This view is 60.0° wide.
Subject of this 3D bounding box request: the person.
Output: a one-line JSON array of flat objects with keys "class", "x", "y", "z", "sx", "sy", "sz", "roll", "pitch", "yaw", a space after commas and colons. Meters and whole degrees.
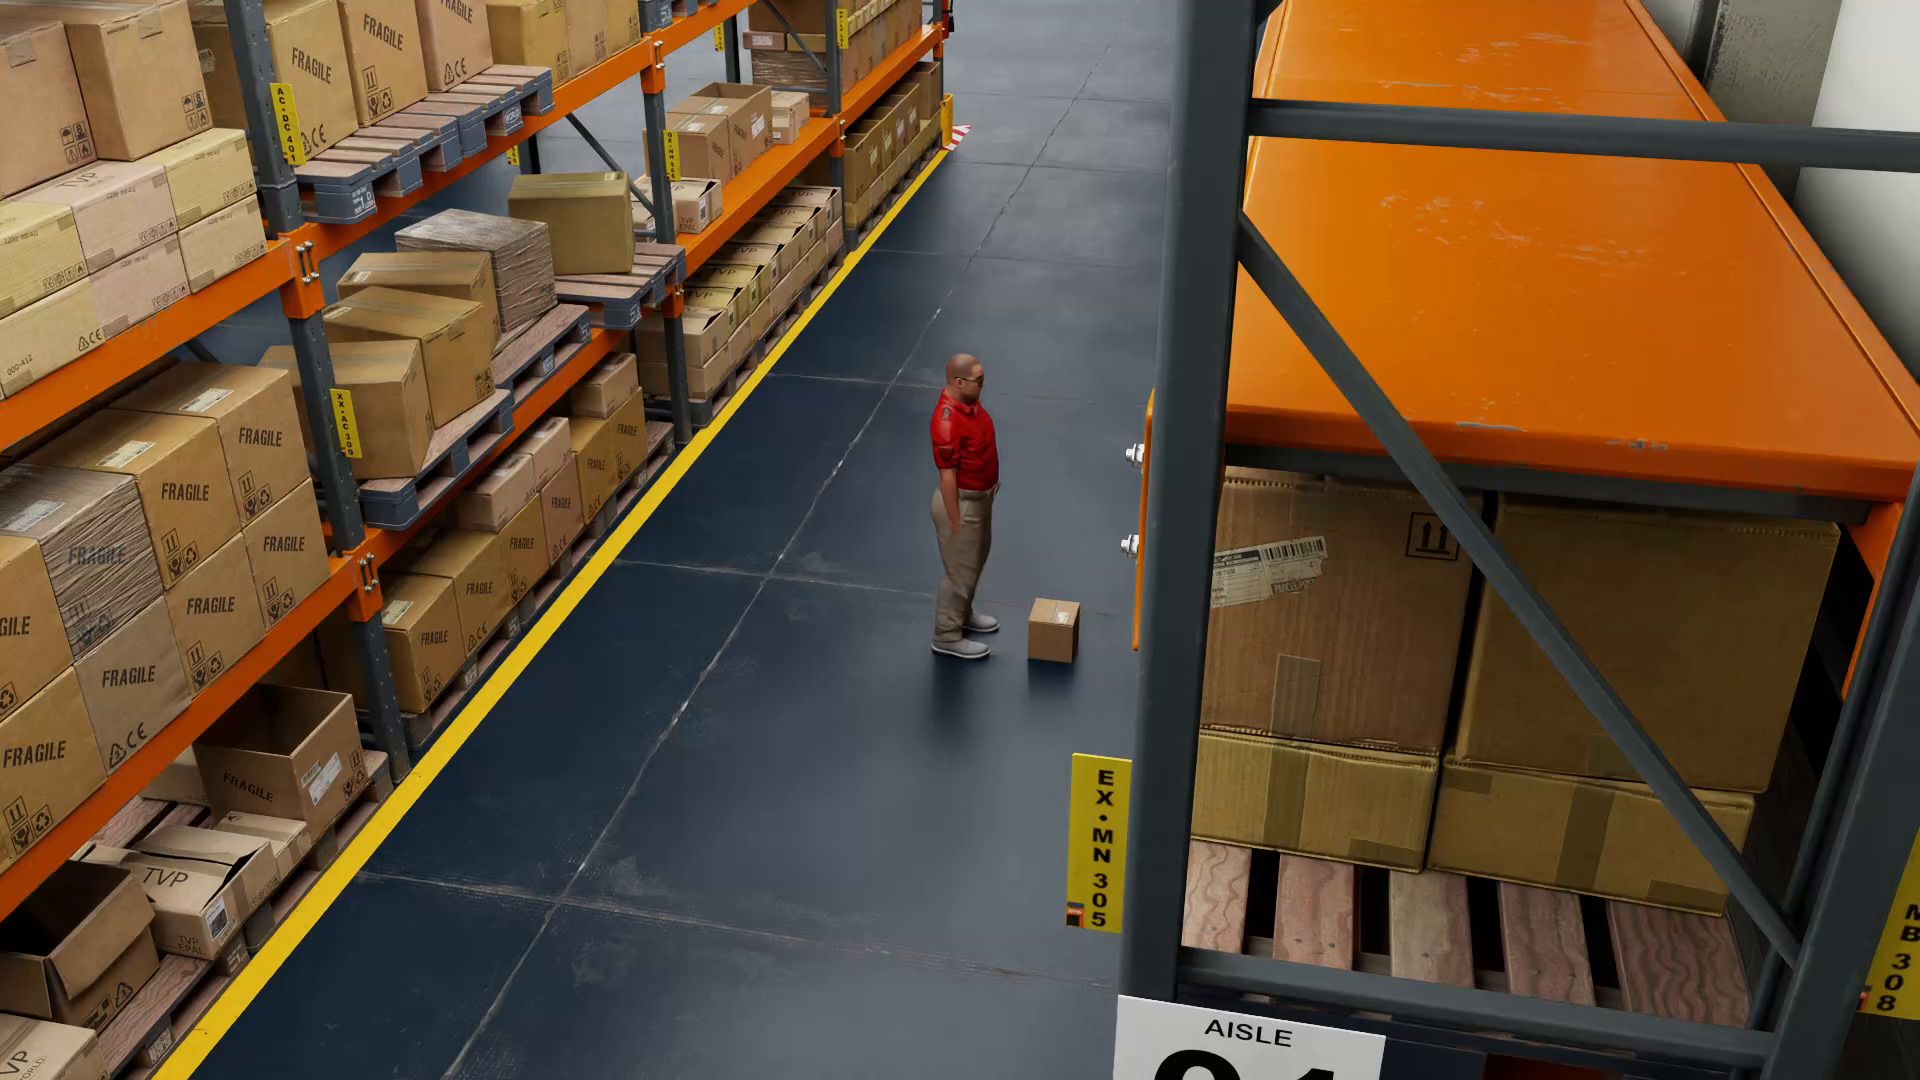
[{"class": "person", "x": 0.043, "y": -0.200, "z": 9.016, "sx": 0.360, "sy": 1.722, "sz": 0.528, "roll": 7, "pitch": 29, "yaw": 12}]
